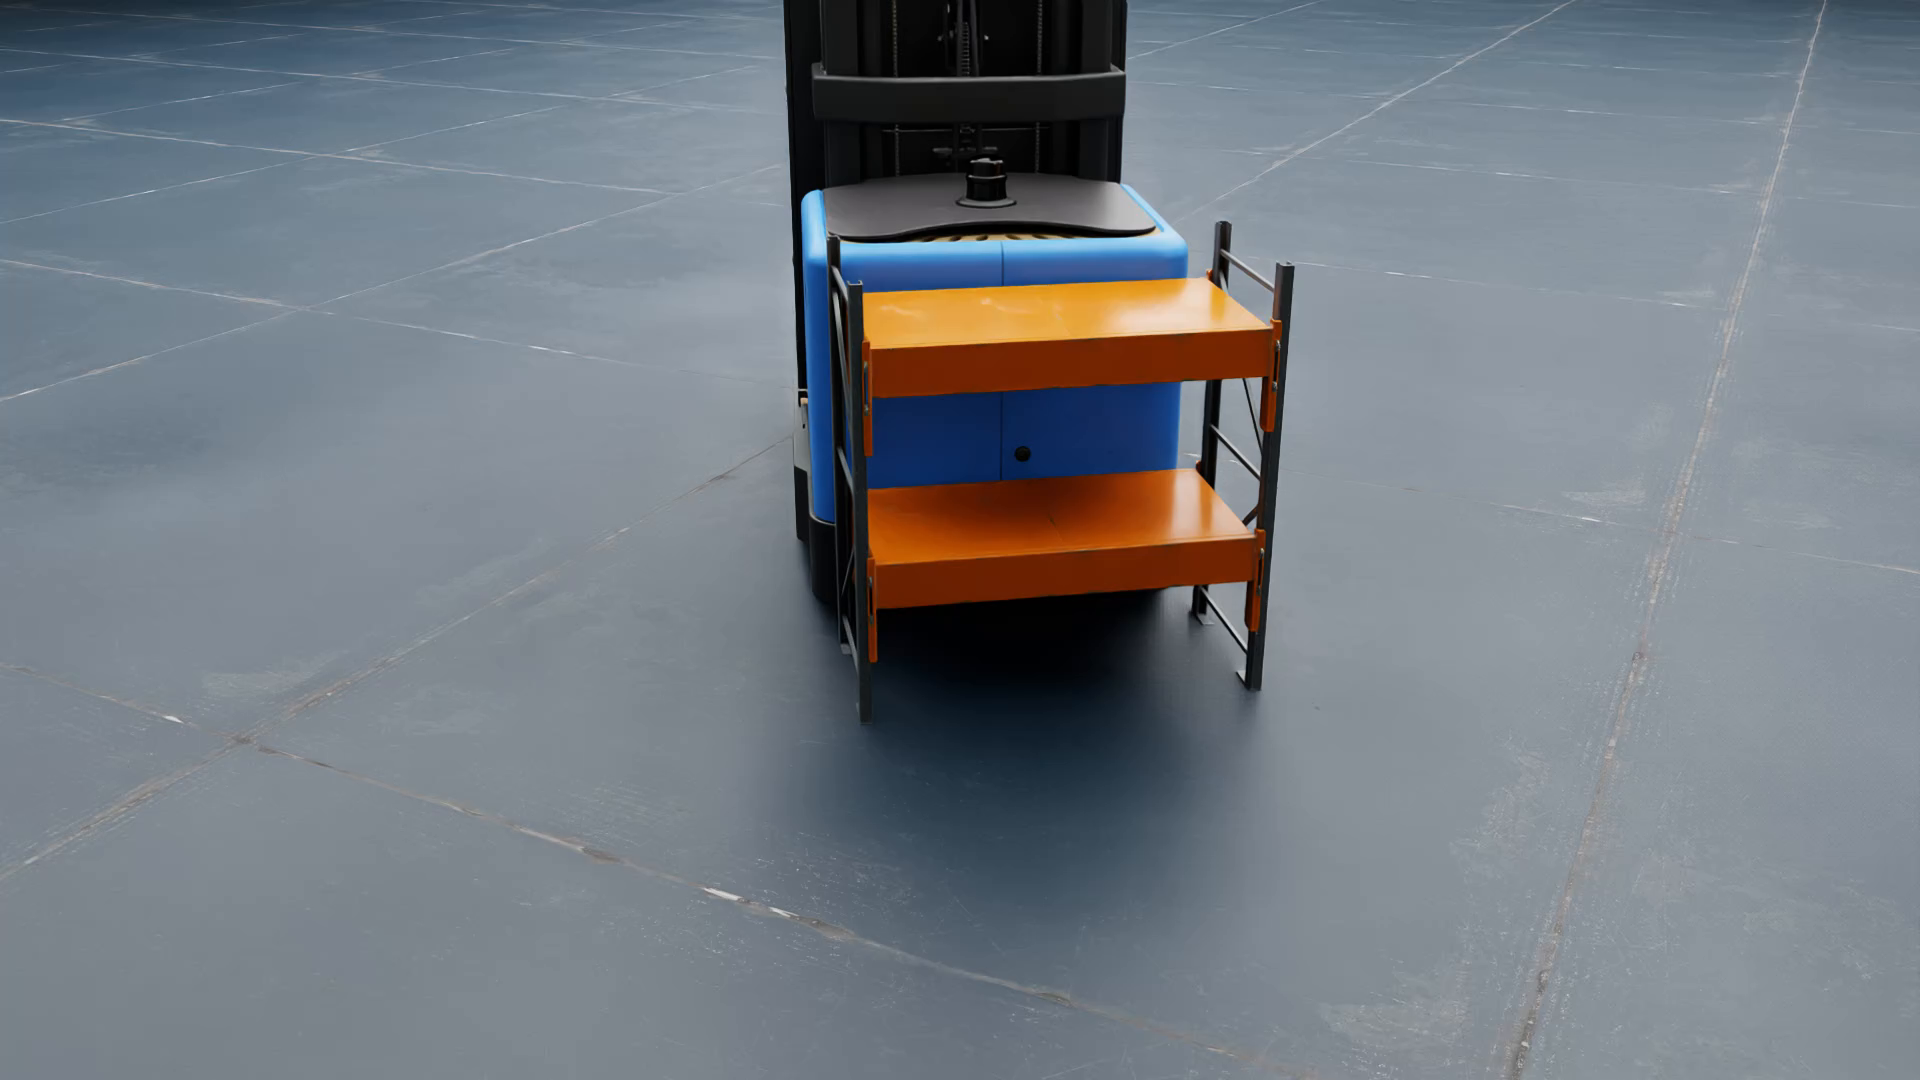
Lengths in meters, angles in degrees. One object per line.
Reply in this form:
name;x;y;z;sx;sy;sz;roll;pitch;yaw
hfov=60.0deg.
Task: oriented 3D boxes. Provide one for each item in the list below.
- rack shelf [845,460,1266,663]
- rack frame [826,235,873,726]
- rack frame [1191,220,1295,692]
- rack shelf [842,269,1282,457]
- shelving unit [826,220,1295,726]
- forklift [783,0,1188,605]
rack shelf;0.224;0.040;4.342;1.000;0.278;0.538;-4;23;-9
rack frame;-0.276;-0.149;4.164;0.032;1.125;0.500;-4;23;-9
rack frame;0.724;-0.220;4.330;0.032;1.125;0.500;-4;23;-9
rack shelf;0.224;-0.454;4.132;1.000;0.278;0.538;-4;23;-9
shelving unit;0.224;-0.185;4.247;1.048;1.125;0.538;-4;23;-9
forklift;-0.041;-1.706;5.518;1.130;2.935;3.031;-2;23;-5
